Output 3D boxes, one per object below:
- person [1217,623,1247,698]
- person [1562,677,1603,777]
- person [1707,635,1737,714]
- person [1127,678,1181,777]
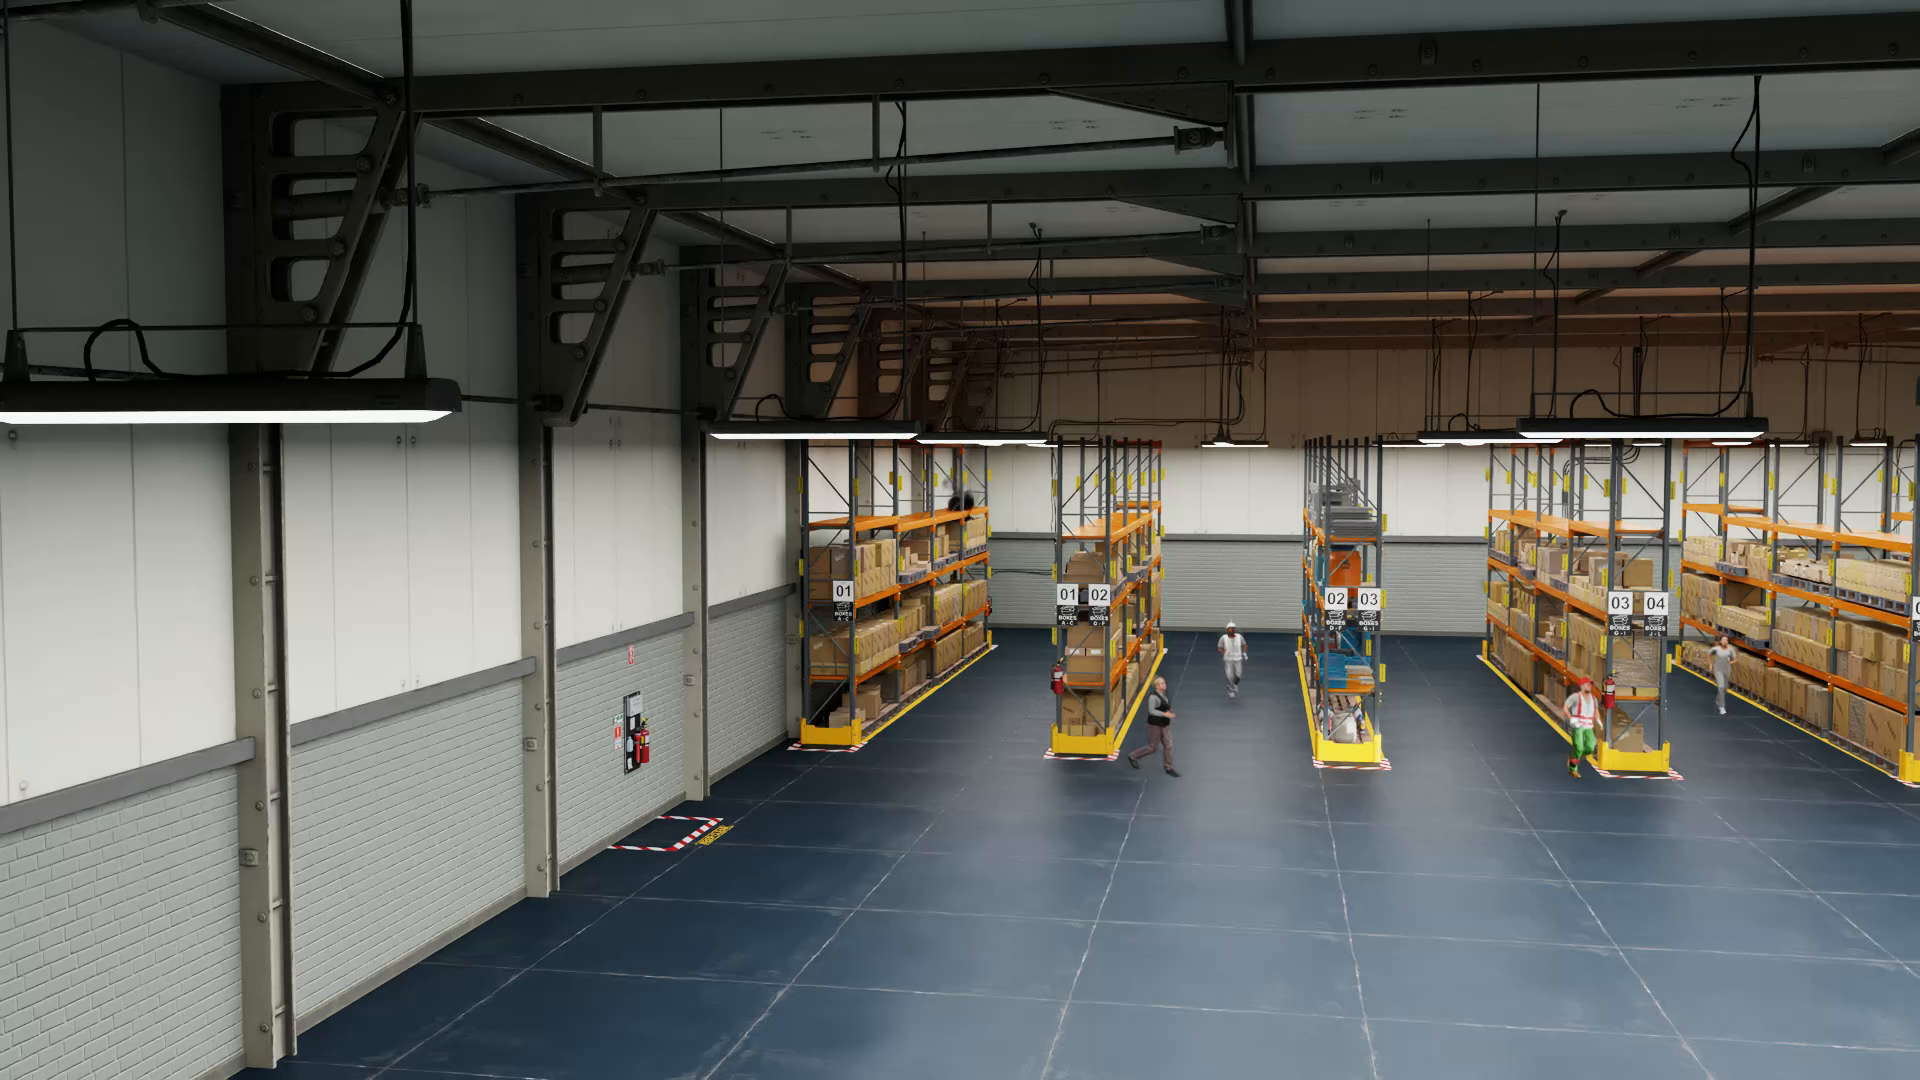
[{"bbox_3d":[6.284,2.776,38.354,0.703,1.731,0.613,0,3,3],"label":"person"},{"bbox_3d":[10.933,3.280,29.180,0.729,1.735,0.541,-1,3,-13],"label":"person"},{"bbox_3d":[16.643,2.901,36.288,0.568,1.680,0.882,0,3,7],"label":"person"},{"bbox_3d":[3.453,3.282,29.261,0.952,1.730,0.669,2,4,33],"label":"person"}]
